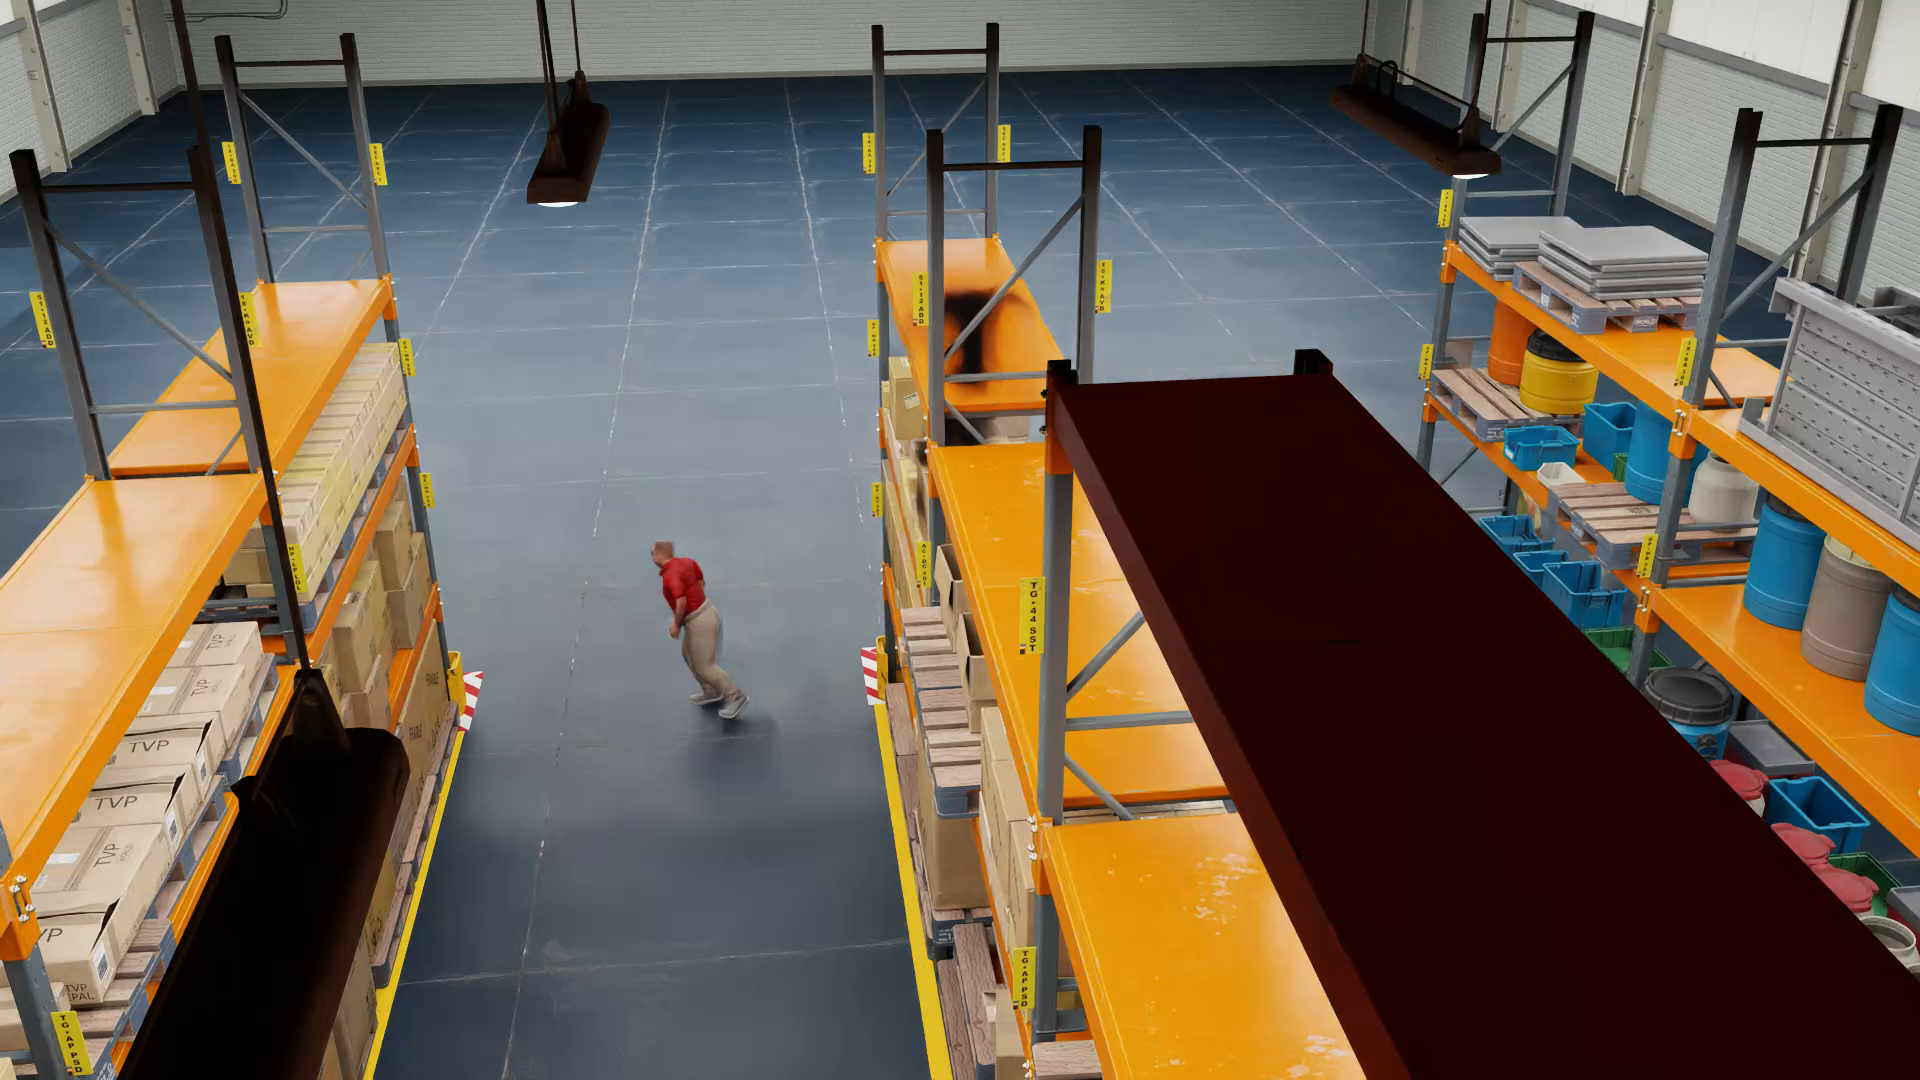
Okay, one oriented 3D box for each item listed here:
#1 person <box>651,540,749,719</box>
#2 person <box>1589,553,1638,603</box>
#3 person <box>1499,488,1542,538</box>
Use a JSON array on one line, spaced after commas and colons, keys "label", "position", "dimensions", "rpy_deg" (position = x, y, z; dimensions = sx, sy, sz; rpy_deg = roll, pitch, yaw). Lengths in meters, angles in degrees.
[{"label": "person", "position": [-2.344, 0.779, 15.062], "dimensions": [0.866, 1.595, 0.707], "rpy_deg": [2, 26, 4]}, {"label": "person", "position": [6.699, -0.134, 16.719], "dimensions": [0.943, 1.758, 0.712], "rpy_deg": [-2, 26, -4]}, {"label": "person", "position": [5.718, -0.116, 16.851], "dimensions": [0.581, 1.628, 0.739], "rpy_deg": [-20, 32, -36]}]
